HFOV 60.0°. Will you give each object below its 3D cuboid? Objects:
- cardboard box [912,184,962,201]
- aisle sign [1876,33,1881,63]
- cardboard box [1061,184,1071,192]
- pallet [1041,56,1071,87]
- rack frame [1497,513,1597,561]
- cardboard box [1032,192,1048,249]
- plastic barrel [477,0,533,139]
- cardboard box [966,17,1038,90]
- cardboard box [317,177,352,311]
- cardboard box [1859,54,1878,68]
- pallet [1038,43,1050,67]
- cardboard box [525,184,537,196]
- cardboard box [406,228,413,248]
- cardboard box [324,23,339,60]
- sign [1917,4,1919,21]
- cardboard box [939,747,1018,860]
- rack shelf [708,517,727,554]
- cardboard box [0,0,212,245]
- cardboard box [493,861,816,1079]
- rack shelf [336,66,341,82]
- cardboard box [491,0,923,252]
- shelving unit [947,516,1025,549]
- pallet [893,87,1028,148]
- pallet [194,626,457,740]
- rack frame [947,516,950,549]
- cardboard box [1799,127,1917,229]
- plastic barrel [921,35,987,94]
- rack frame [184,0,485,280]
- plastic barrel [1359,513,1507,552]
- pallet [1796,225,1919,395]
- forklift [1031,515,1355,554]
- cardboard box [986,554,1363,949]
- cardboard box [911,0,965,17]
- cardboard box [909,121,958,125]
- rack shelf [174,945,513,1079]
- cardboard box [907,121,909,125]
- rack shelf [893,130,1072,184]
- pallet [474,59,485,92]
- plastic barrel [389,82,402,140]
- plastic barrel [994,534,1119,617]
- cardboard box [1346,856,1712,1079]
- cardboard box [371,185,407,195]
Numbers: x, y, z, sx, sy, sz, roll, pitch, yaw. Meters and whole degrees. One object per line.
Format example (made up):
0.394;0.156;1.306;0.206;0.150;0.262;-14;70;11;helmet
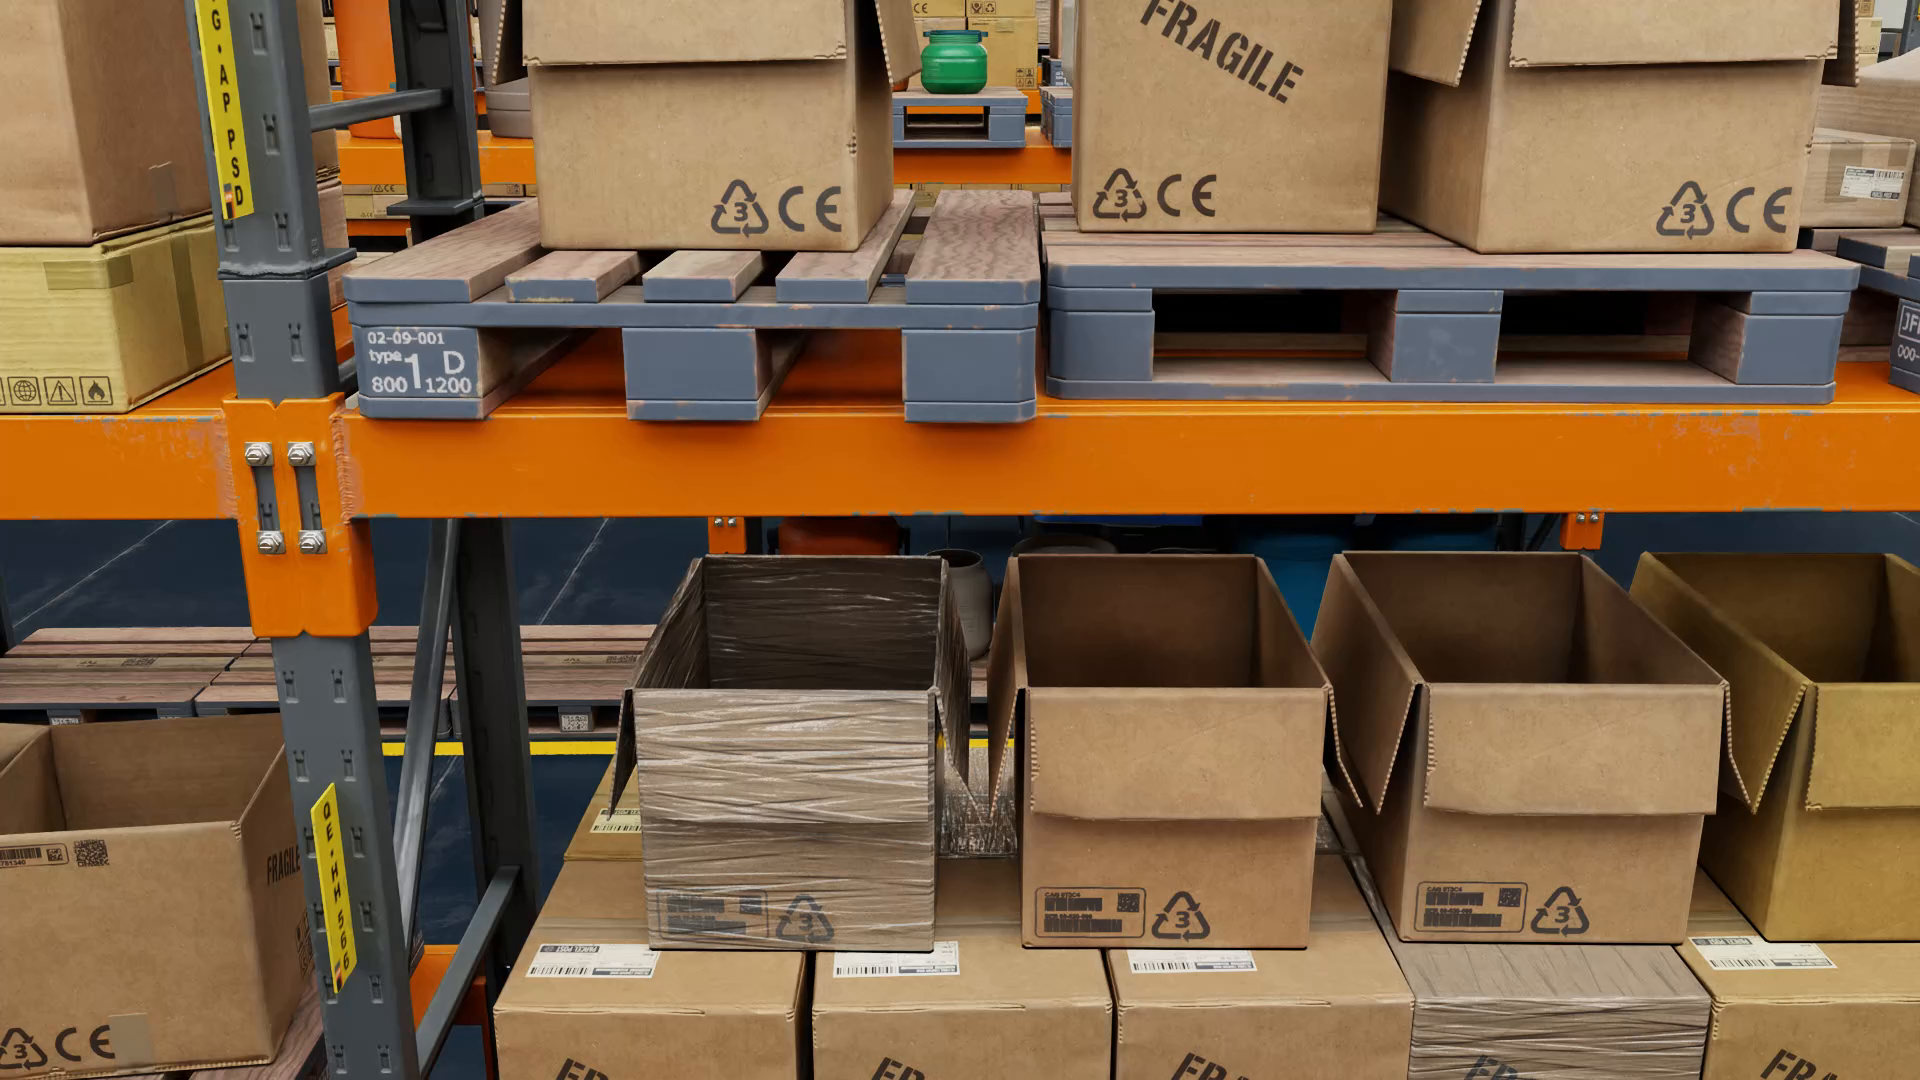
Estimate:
-0.233;-3.760;17.174;0.500;0.500;0.500;0;18;1;cardboard box
6.898;-3.491;12.762;0.004;0.787;0.394;0;18;-1;aisle sign
1.283;-3.771;17.208;0.500;0.500;0.500;0;18;-1;cardboard box
1.145;-3.495;12.427;1.003;0.211;1.213;0;18;-1;pallet
2.910;-0.631;8.102;0.127;3.000;1.000;0;18;-1;rack frame
0.381;-2.355;12.628;0.500;0.500;0.700;3;18;10;cardboard box
-1.914;-2.341;7.702;0.600;0.901;0.600;0;18;0;plastic barrel
0.301;-3.617;12.339;0.500;0.500;0.910;0;18;-1;cardboard box
-1.486;-0.531;3.127;0.500;0.250;0.500;0;18;0;cardboard box
6.325;-3.437;12.185;0.500;0.250;0.500;0;18;-1;cardboard box
0.515;-5.001;17.125;1.213;0.211;1.003;1;18;2;pallet
-4.177;-3.867;17.309;0.500;0.500;0.700;2;18;5;cardboard box
-3.869;-2.154;12.687;0.500;0.500;0.500;1;18;3;cardboard box
-4.548;-3.662;12.199;0.500;0.250;0.500;2;18;5;cardboard box
6.823;-3.843;11.756;0.005;0.325;0.100;0;18;-1;sign
-0.024;0.775;3.557;0.500;0.500;0.500;0;18;-1;cardboard box
-3.090;-0.259;8.122;4.000;0.370;1.077;0;18;-1;rack shelf
-1.485;-0.734;2.531;0.500;0.500;0.500;0;18;1;cardboard box
-0.521;0.935;3.060;0.500;0.500;0.500;0;18;1;cardboard box
-7.246;-4.694;17.036;4.000;0.370;1.077;0;18;-1;rack shelf
-0.403;-0.801;2.866;0.637;0.503;0.797;1;18;2;cardboard box
0.165;-1.001;10.729;0.503;2.100;0.431;0;18;-1;shelving unit
-0.324;-1.923;7.531;1.213;0.211;1.003;0;18;-1;pallet
-3.082;0.713;8.478;1.213;0.211;1.003;0;18;-1;pallet
-0.078;-0.999;10.726;0.015;2.100;0.400;0;18;-1;rack frame
1.497;-0.665;3.023;0.250;0.149;0.380;-1;18;-3;cardboard box
-0.027;-2.100;7.341;0.294;0.245;0.294;0;18;0;plastic barrel
-1.012;-1.955;2.410;0.127;3.000;1.000;0;18;-1;rack frame
2.365;0.166;8.367;0.708;0.901;0.600;0;18;-1;plastic barrel
2.072;-0.435;2.897;1.217;0.209;0.805;-1;18;-3;pallet
1.991;-1.336;10.414;3.031;2.935;1.130;1;18;4;forklift
0.371;0.375;3.161;0.637;0.503;0.797;0;18;0;cardboard box
-0.218;-4.079;12.140;0.500;0.500;0.500;0;18;-1;cardboard box
-0.279;-4.276;17.554;0.500;0.250;0.500;-1;18;-3;cardboard box
-3.011;1.254;3.406;4.000;0.370;1.077;0;18;-1;rack shelf
-0.797;-4.274;17.550;0.500;0.250;0.500;0;18;1;cardboard box
0.910;-1.707;7.724;4.000;0.370;1.077;0;18;-1;rack shelf
-2.960;-3.426;12.214;1.213;0.211;1.003;1;18;2;pallet
-2.358;-1.896;7.364;0.301;0.262;0.301;0;18;0;plastic barrel
0.528;0.324;8.387;0.708;0.588;0.600;0;18;-1;plastic barrel
1.006;0.926;3.086;0.500;0.500;0.500;0;18;-1;cardboard box
-5.714;-3.816;17.018;0.500;0.500;0.500;0;18;-1;cardboard box
